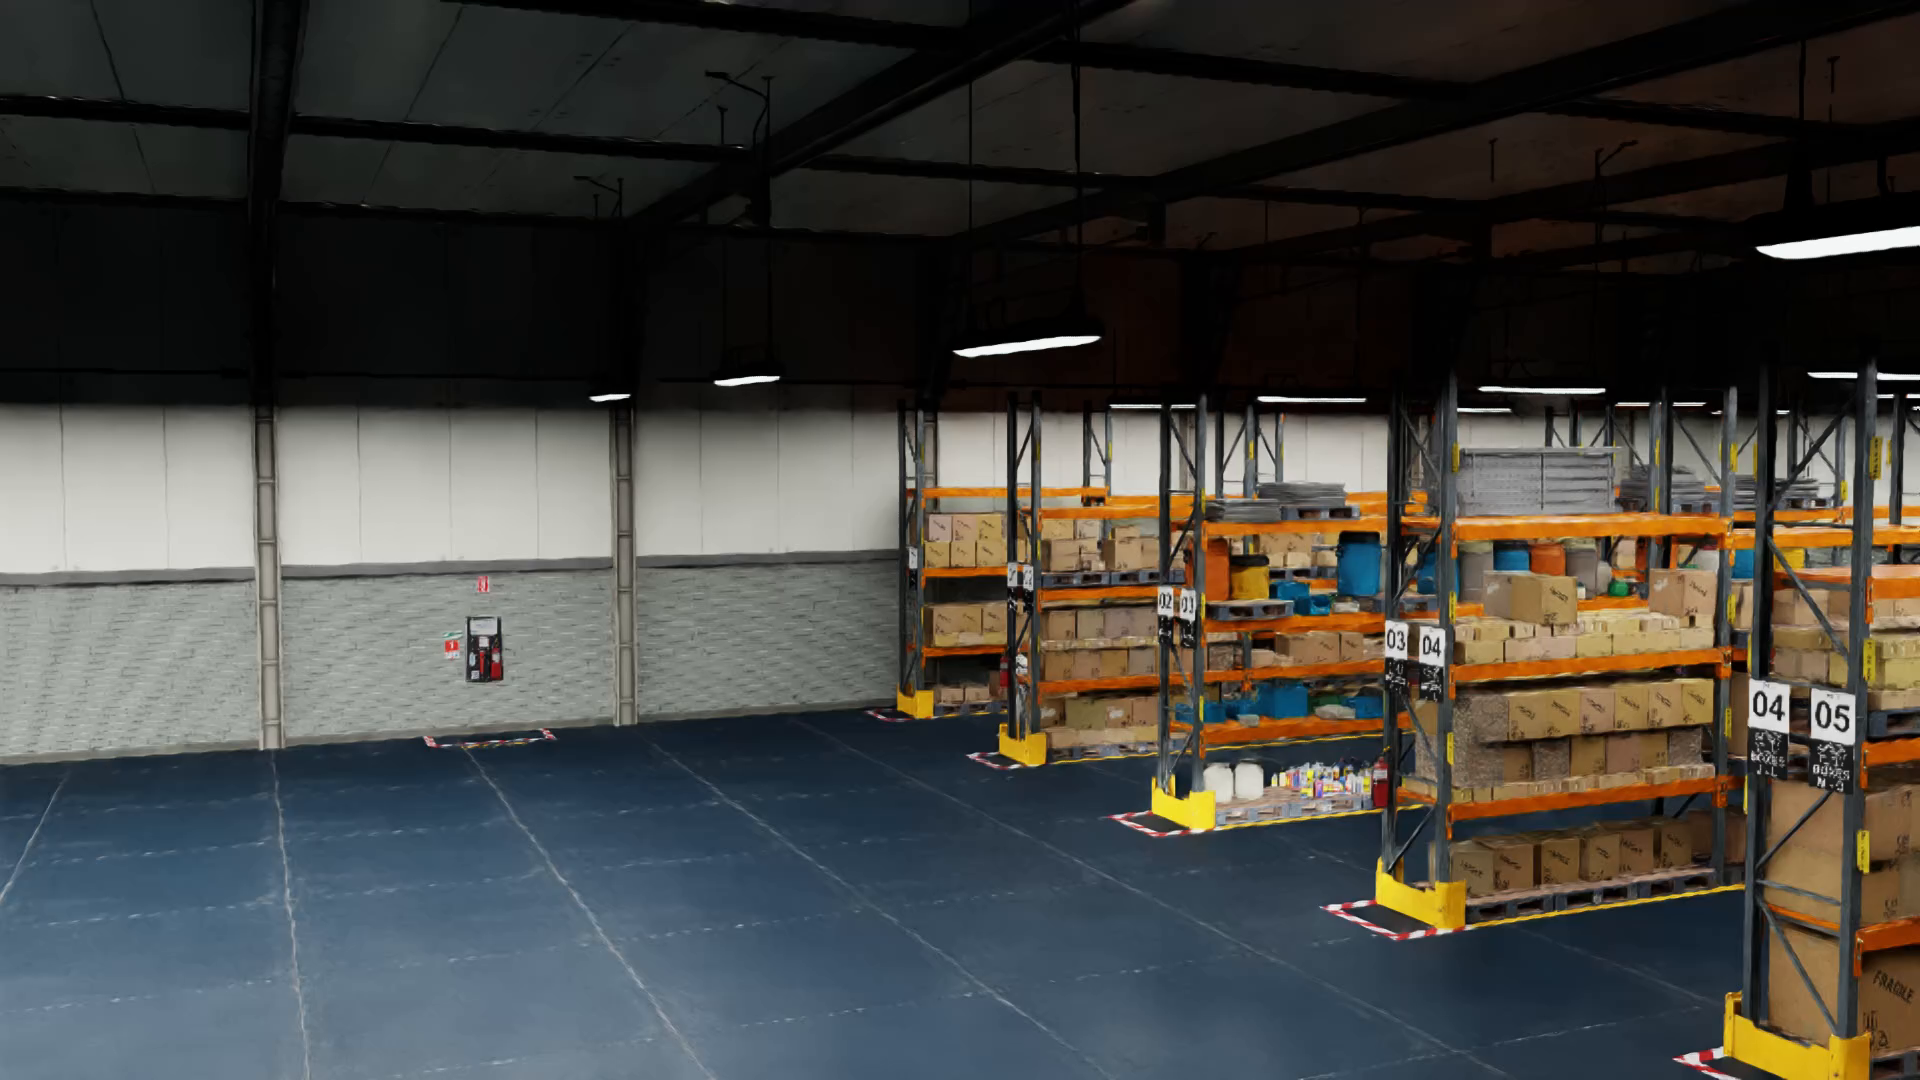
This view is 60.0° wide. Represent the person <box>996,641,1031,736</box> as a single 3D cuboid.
[{"bbox_3d":[0.987,2.589,29.112,1.036,1.707,0.536,-2,4,-31],"label":"person"}]
